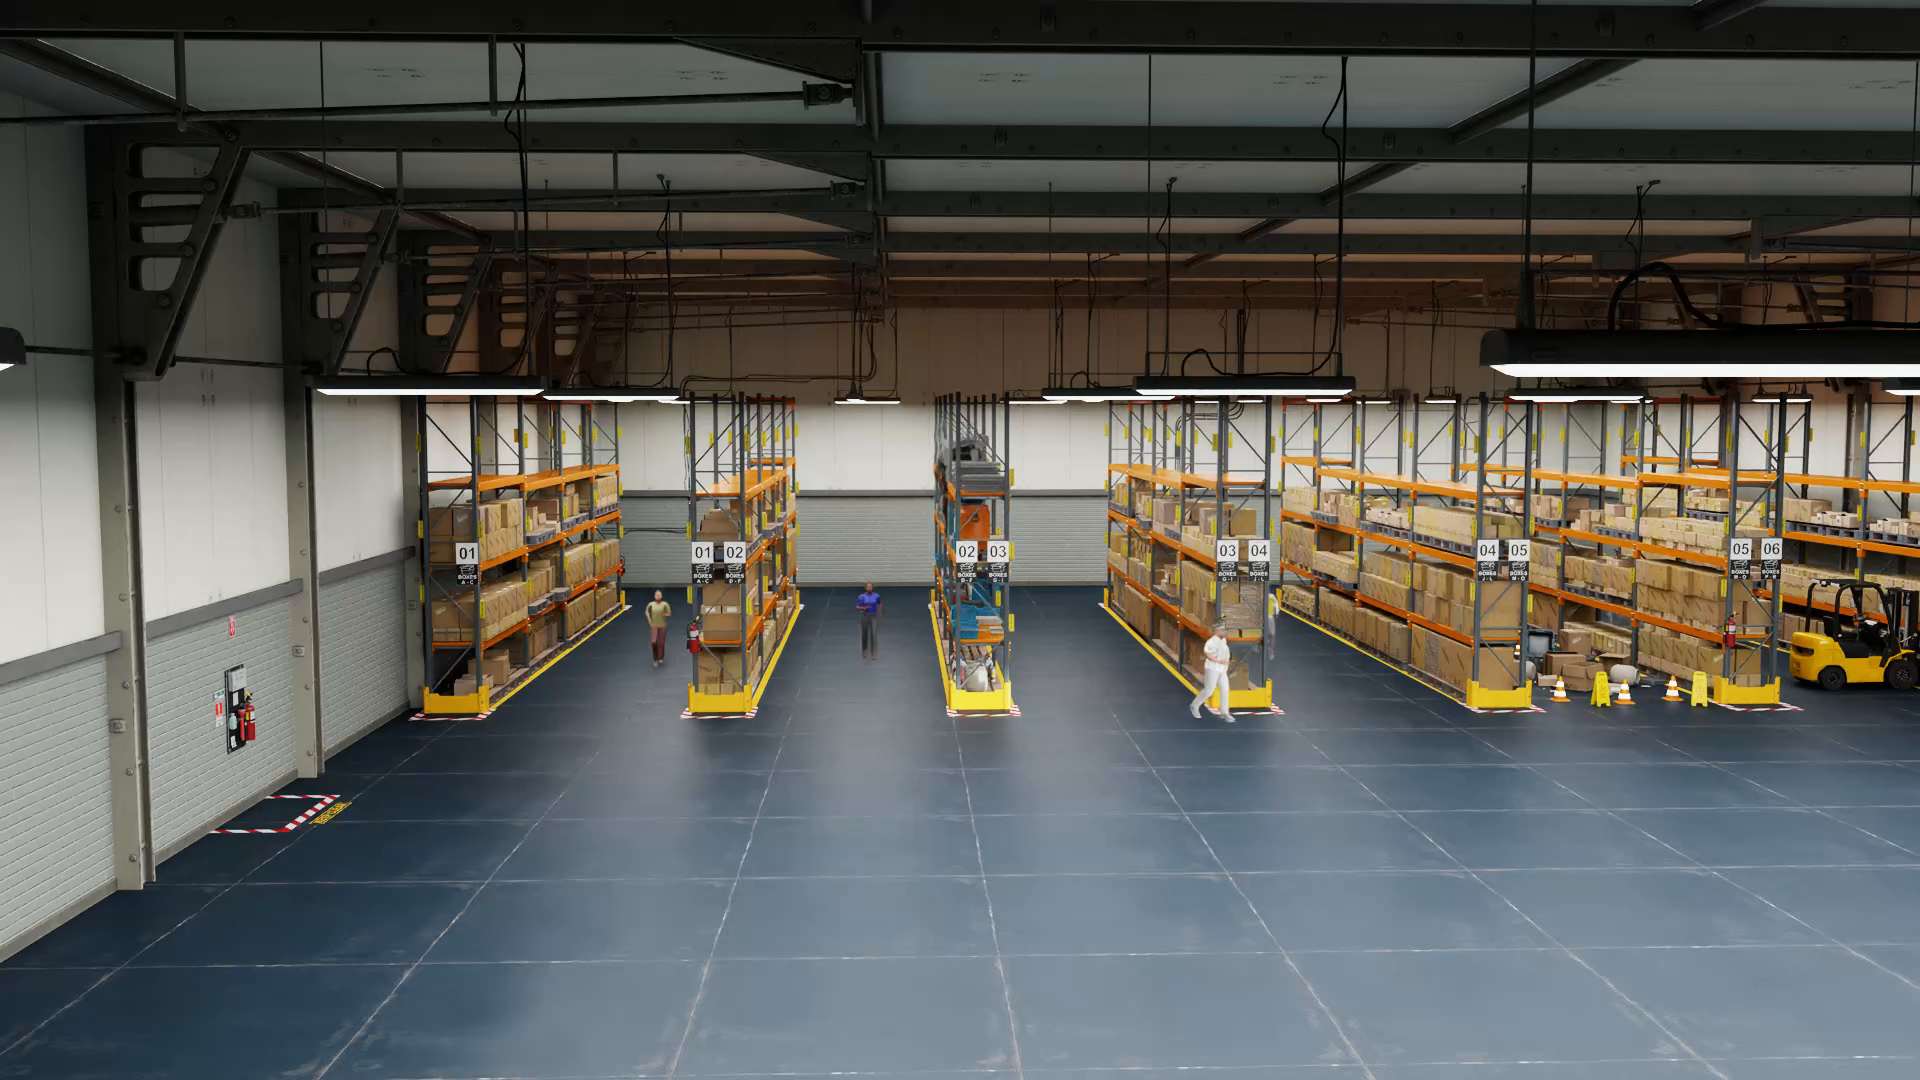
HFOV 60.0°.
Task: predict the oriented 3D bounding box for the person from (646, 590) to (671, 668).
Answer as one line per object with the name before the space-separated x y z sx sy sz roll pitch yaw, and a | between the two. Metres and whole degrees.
person | -6.648 1.955 36.674 0.559 1.706 0.645 -1 5 -10

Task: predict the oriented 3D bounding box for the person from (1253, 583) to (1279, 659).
person | 7.010 1.829 38.106 0.625 1.740 0.882 0 5 -5

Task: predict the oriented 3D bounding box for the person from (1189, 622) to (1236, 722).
person | 4.697 2.390 30.469 0.898 1.788 0.722 4 6 39

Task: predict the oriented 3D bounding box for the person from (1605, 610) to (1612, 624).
person | 16.699 1.483 43.195 0.539 1.596 0.951 0 5 -4

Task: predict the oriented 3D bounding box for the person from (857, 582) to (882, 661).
person | -1.950 1.755 35.901 0.575 1.680 0.889 -1 5 -9
